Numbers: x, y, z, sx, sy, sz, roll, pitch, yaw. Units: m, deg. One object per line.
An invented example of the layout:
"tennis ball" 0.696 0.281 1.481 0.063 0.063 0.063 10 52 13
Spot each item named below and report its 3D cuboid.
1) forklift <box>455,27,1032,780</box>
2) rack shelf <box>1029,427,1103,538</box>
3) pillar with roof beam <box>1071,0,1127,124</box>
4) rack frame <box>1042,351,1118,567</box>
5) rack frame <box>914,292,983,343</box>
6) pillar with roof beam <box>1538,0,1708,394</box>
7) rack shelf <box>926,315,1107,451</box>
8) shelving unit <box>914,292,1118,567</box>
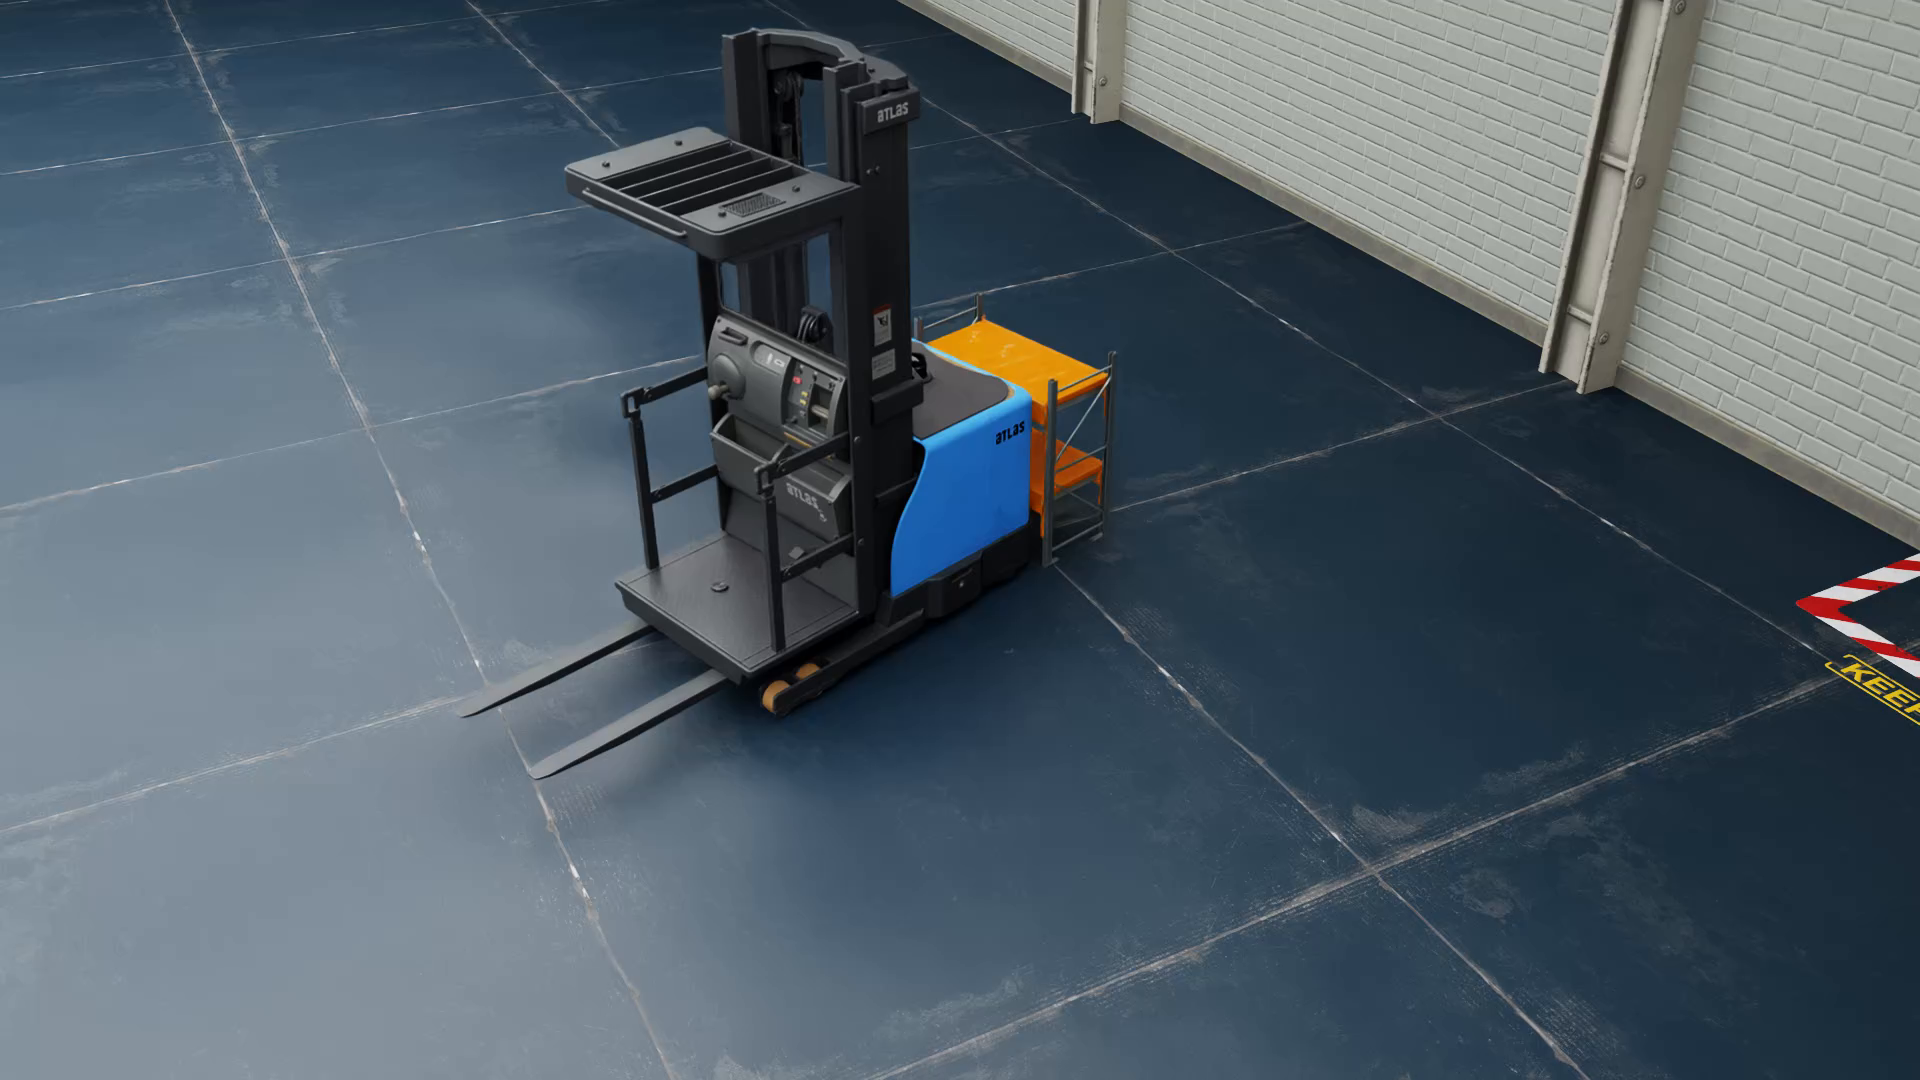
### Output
"forklift" -1.013 -0.708 7.658 1.130 2.935 3.031 28 42 36
"rack shelf" 0.288 -0.416 9.329 0.538 0.278 1.000 -27 41 -35
"pillar with roof beam" -2.546 -6.642 11.294 9.100 9.000 0.400 -16 36 -23
"rack frame" 0.638 -0.423 8.887 0.500 1.125 0.032 -27 41 -35
"rack frame" -0.061 -0.821 9.508 0.500 1.125 0.032 -27 41 -35
"pillar with roof beam" 0.252 -3.778 6.825 9.100 9.000 0.400 -16 36 -23
"rack shelf" 0.288 -0.869 9.039 0.538 0.278 1.000 -27 41 -35
"shelving unit" 0.288 -0.622 9.197 0.538 1.125 1.048 -27 41 -35
